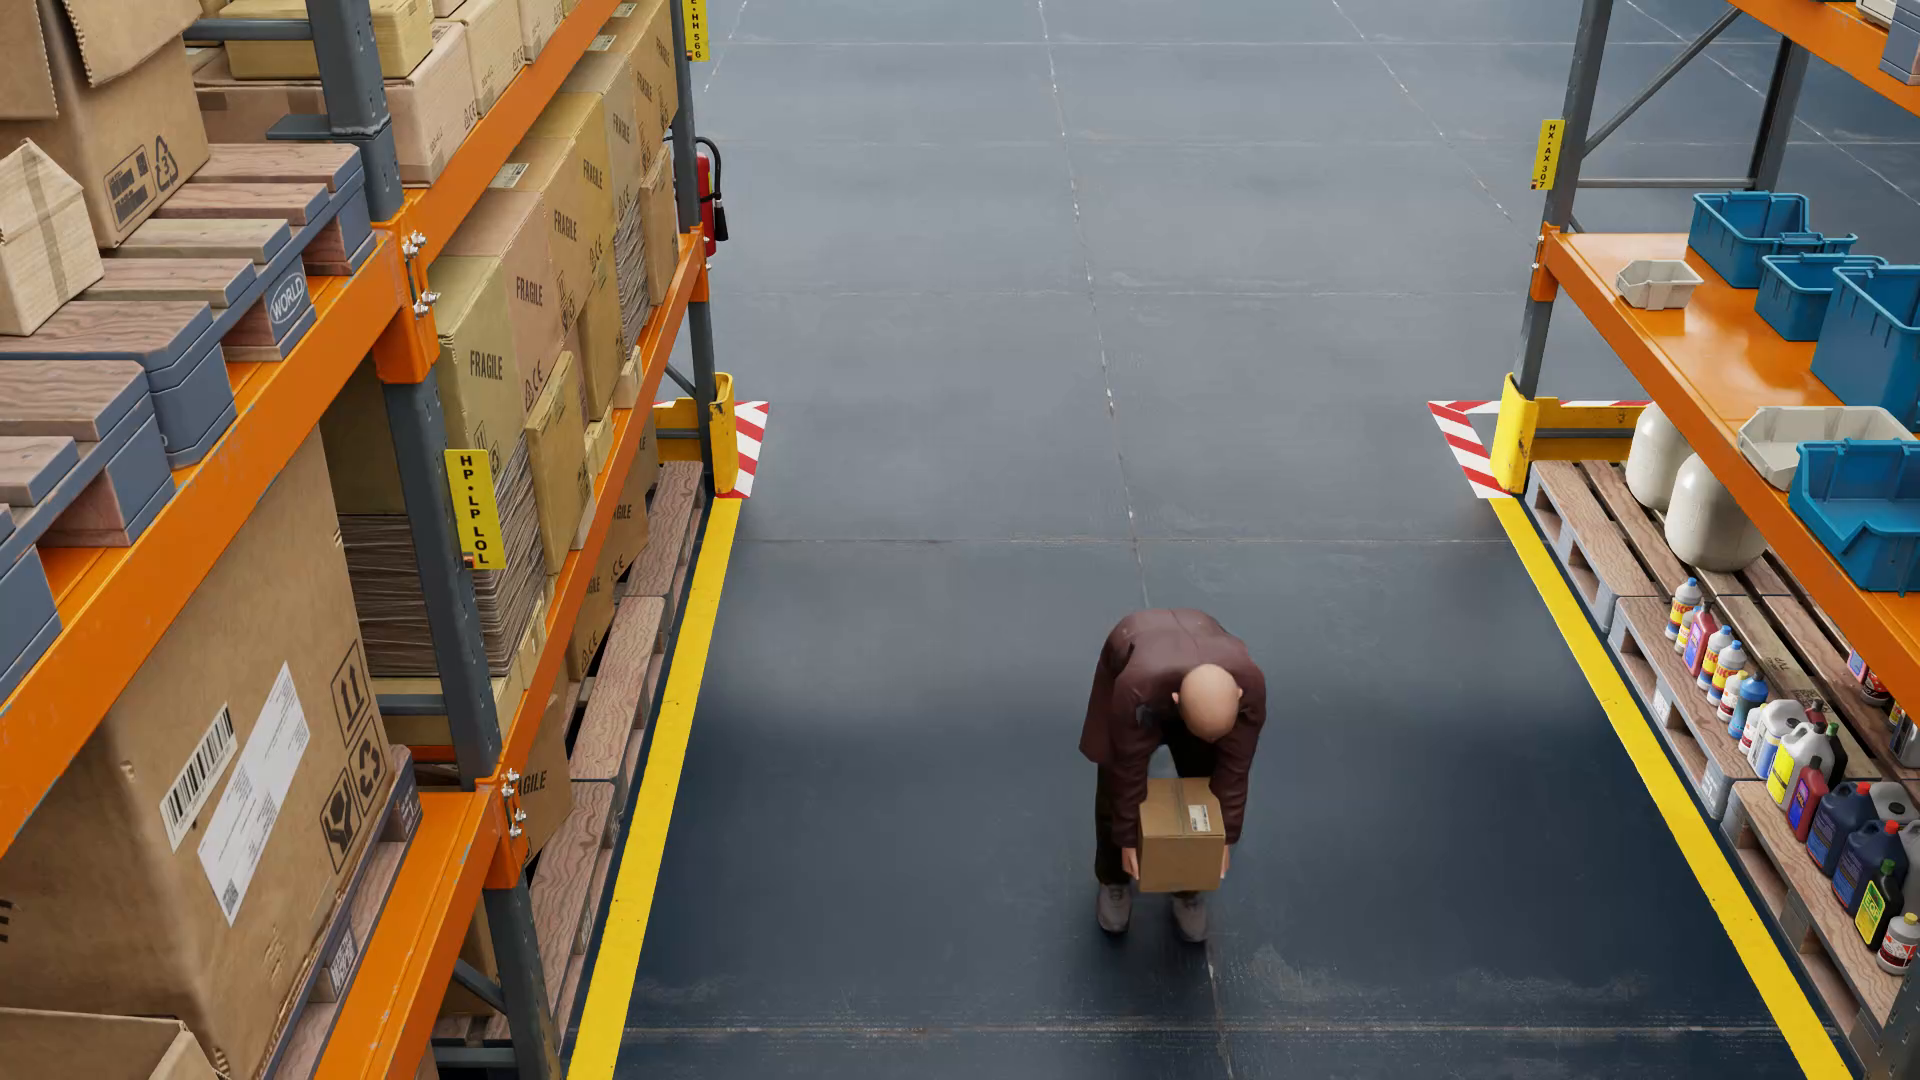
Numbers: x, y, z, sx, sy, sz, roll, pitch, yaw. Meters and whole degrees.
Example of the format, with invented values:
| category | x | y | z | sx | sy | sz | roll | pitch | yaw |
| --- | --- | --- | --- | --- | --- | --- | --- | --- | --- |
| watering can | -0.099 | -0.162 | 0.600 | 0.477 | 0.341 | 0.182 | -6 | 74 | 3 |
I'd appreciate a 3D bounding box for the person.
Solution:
| category | x | y | z | sx | sy | sz | roll | pitch | yaw |
| --- | --- | --- | --- | --- | --- | --- | --- | --- | --- |
| person | 0.667 | 0.773 | 5.266 | 0.547 | 1.370 | 0.891 | -1 | 31 | -2 |
